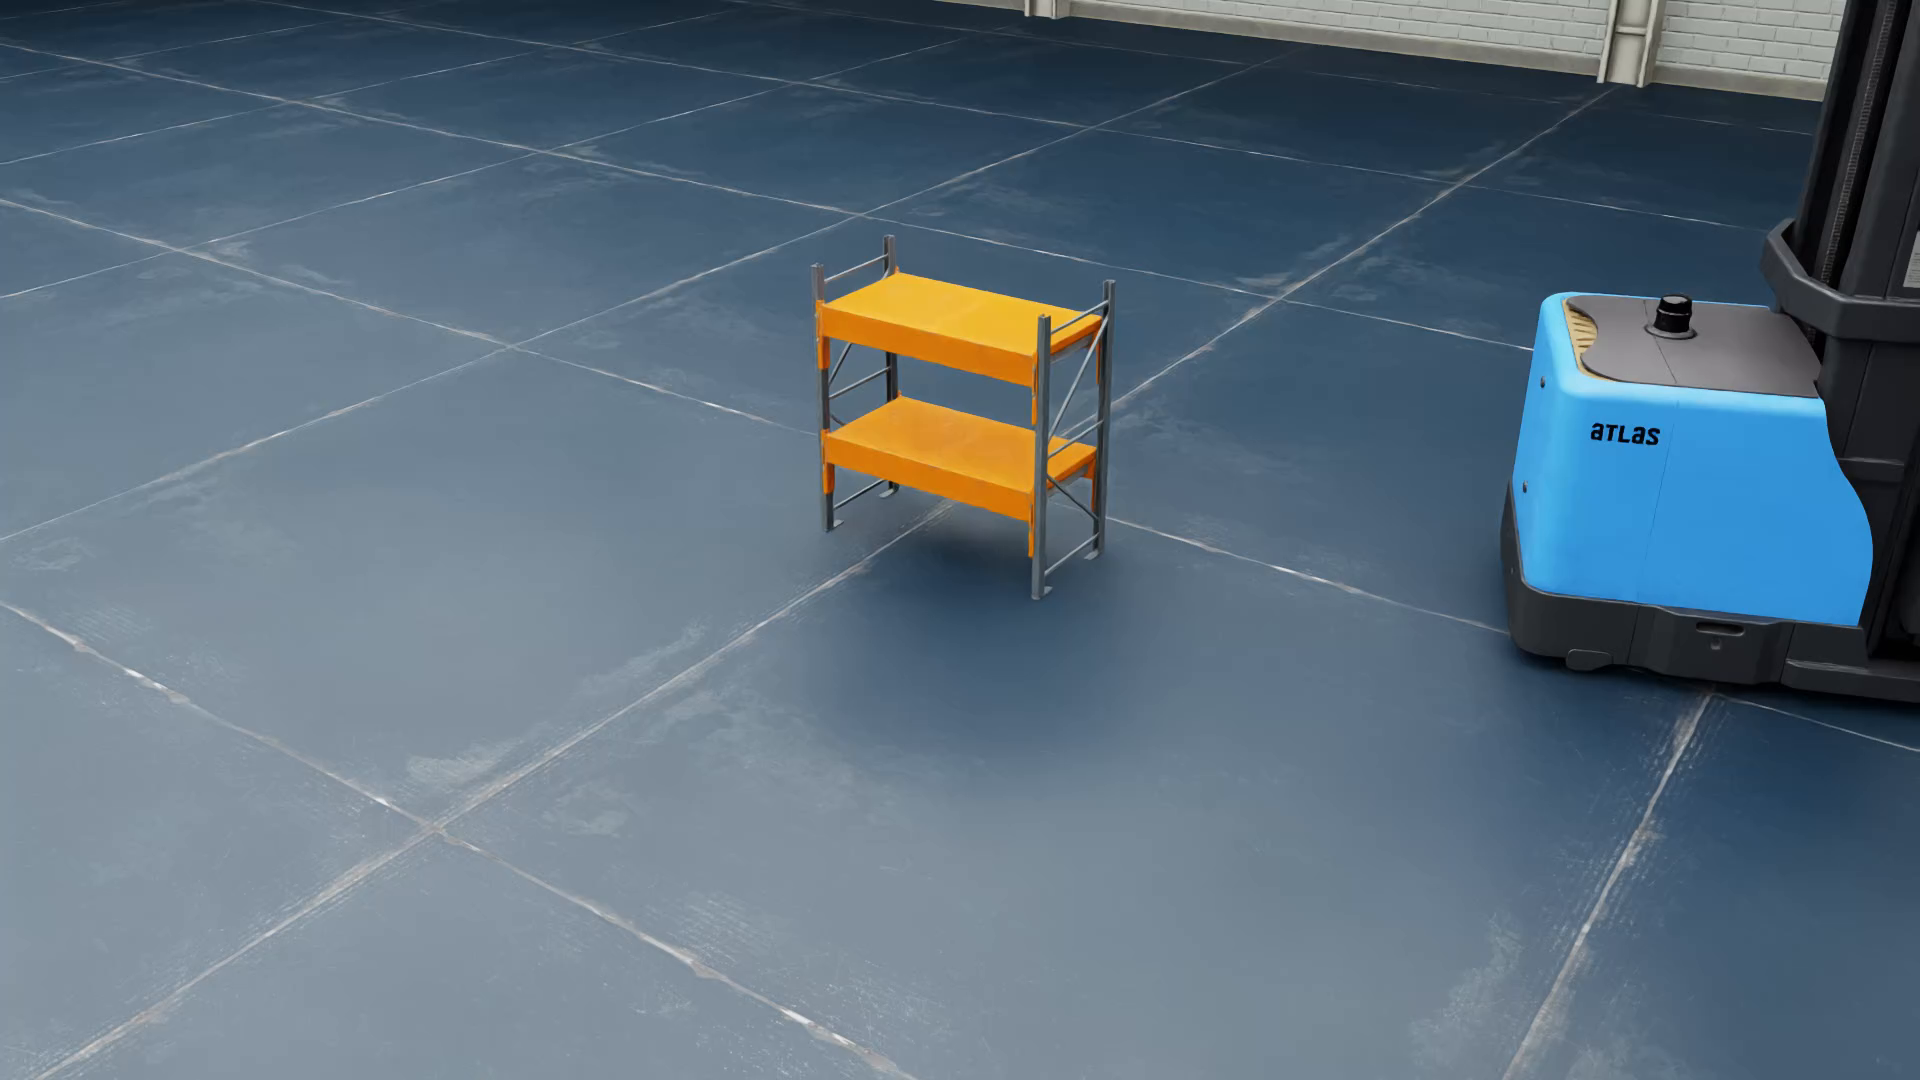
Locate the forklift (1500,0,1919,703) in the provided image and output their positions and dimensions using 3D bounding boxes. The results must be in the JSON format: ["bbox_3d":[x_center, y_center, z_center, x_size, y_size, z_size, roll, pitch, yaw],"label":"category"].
[{"bbox_3d":[3.529,-0.919,5.325,3.031,2.935,1.130,6,28,12],"label":"forklift"}]

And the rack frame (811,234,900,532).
[{"bbox_3d":[-0.413,-0.630,6.748,0.032,1.125,0.500,17,32,30],"label":"rack frame"}]

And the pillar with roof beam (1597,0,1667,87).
[{"bbox_3d":[3.442,-6.456,9.513,0.400,9.000,9.100,17,32,30],"label":"pillar with roof beam"}]

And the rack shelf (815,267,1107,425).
[{"bbox_3d":[0.006,-0.760,6.359,1.000,0.278,0.538,17,32,30],"label":"rack shelf"}]

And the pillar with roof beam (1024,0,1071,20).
[{"bbox_3d":[-1.504,-7.996,12.541,0.400,9.000,9.100,17,32,30],"label":"pillar with roof beam"}]

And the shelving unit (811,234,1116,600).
[{"bbox_3d":[0.006,-0.500,6.491,1.048,1.125,0.538,17,32,30],"label":"shelving unit"}]

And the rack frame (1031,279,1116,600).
[{"bbox_3d":[0.425,-0.369,6.235,0.032,1.125,0.500,17,32,30],"label":"rack frame"}]

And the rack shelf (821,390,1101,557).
[{"bbox_3d":[0.006,-0.282,6.602,1.000,0.278,0.538,17,32,30],"label":"rack shelf"}]
